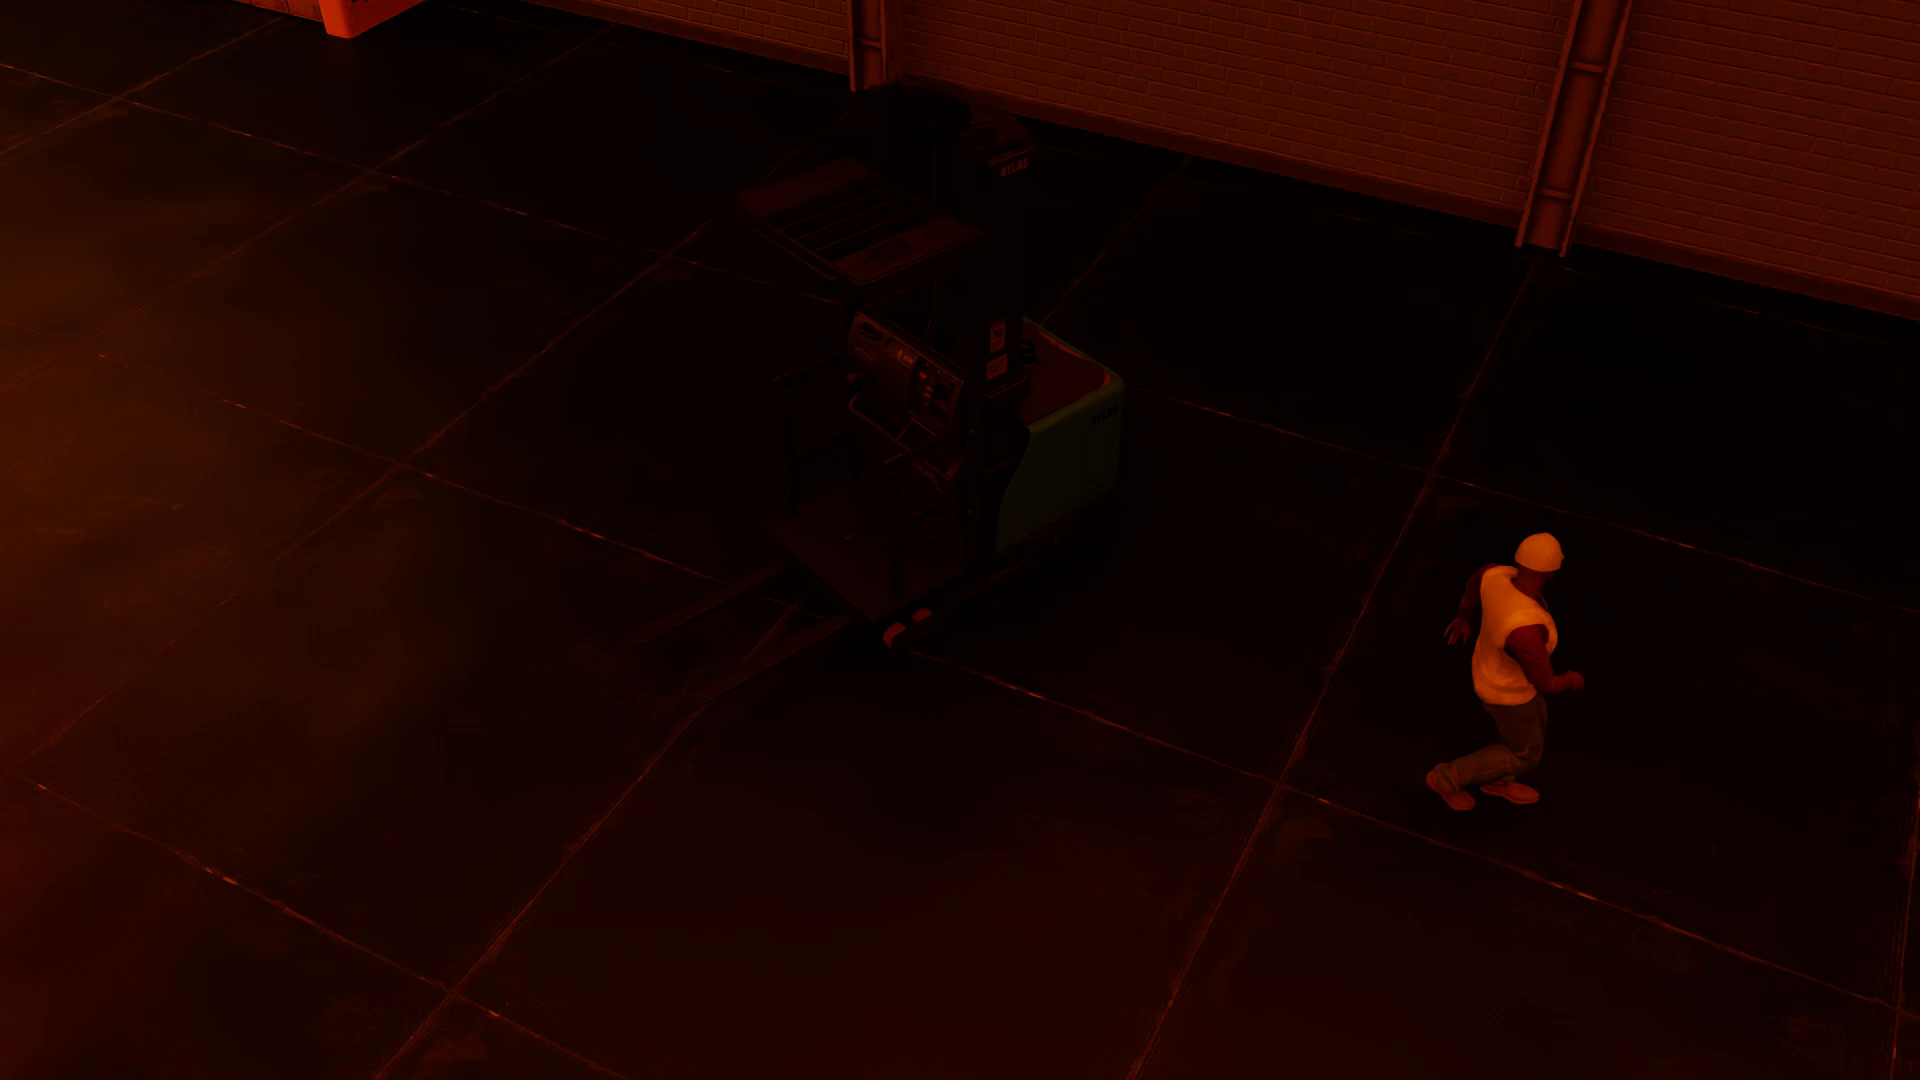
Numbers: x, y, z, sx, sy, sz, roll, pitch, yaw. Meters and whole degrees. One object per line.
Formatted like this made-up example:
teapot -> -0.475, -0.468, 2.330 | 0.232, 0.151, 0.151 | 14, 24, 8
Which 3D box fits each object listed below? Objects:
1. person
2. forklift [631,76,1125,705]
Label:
person -> 2.722, 0.650, 8.168 | 0.625, 1.709, 0.729 | 7, 41, 9
forklift -> -0.465, -0.867, 9.016 | 3.031, 2.935, 1.130 | -29, 48, -30
